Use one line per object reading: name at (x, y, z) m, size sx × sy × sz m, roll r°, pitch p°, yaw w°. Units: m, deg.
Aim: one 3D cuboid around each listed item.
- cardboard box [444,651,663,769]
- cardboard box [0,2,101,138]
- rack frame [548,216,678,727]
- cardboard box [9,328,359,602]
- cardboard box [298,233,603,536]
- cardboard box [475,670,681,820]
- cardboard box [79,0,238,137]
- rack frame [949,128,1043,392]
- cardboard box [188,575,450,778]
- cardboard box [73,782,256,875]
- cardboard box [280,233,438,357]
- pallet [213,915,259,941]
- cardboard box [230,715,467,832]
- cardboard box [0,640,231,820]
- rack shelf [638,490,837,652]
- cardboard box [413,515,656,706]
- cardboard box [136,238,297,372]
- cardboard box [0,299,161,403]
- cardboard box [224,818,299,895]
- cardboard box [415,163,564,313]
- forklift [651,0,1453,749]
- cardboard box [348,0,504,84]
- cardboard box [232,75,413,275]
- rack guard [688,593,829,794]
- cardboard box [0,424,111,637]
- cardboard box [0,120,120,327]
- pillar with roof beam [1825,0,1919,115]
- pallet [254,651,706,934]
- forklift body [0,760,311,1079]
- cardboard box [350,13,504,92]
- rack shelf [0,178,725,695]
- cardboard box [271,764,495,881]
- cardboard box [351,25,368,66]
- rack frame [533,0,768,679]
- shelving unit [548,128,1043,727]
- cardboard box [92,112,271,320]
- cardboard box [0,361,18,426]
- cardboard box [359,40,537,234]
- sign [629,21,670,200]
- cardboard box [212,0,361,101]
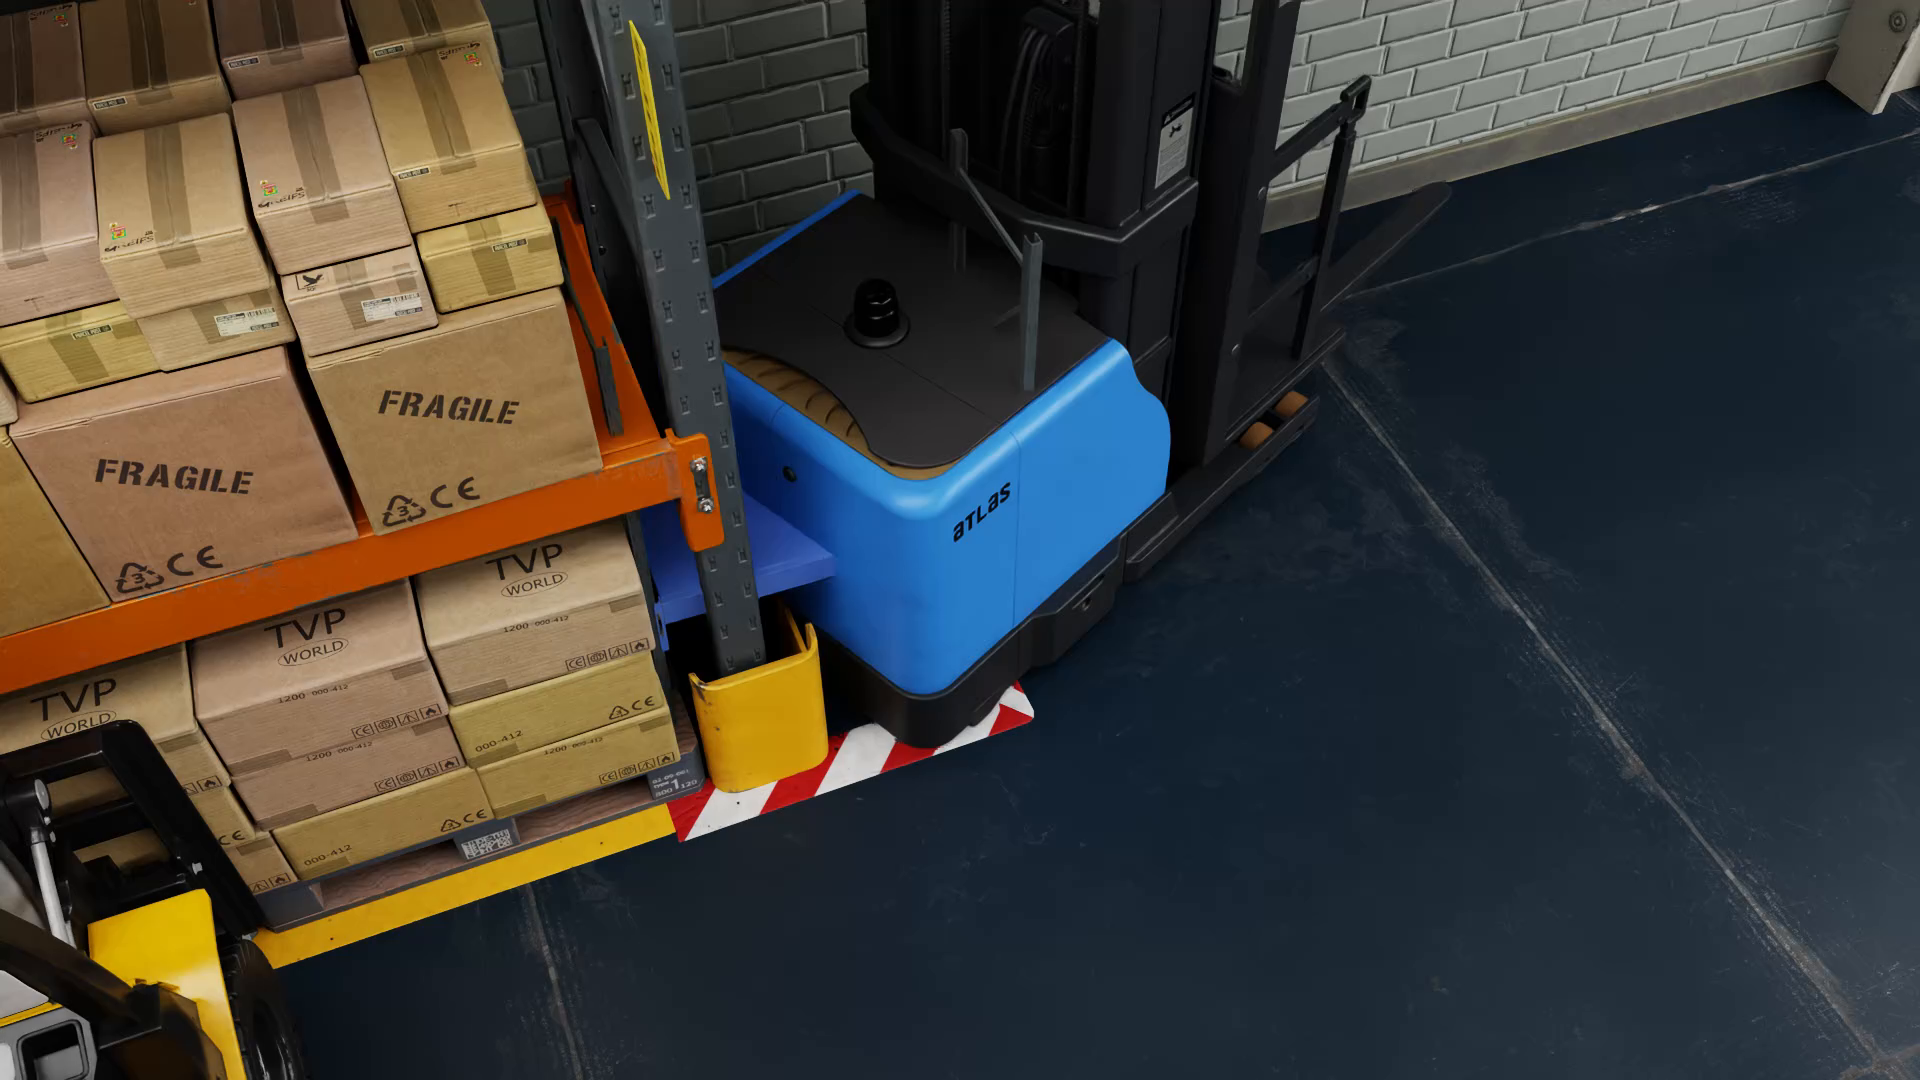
cardboard box at (-1.088, 0.248, 4.266) m, size 0.500 × 0.250 × 0.500 m, roll -18°, pitch 52°, yaw -15°
cardboard box at (-1.876, -0.904, 3.360) m, size 0.250 × 0.149 × 0.380 m, roll -17°, pitch 51°, yaw -14°
rack frame at (-0.869, -0.069, 4.252) m, size 0.032 × 1.500 × 0.500 m, roll -16°, pitch 50°, yaw -15°
cardboard box at (-1.596, -0.272, 3.440) m, size 0.500 × 0.500 × 0.500 m, roll -16°, pitch 51°, yaw -13°
cardboard box at (-1.112, -0.414, 3.563) m, size 0.500 × 0.500 × 0.500 m, roll -18°, pitch 52°, yaw -15°
cardboard box at (-1.071, 0.408, 4.458) m, size 0.500 × 0.250 × 0.500 m, roll -17°, pitch 51°, yaw -14°
cardboard box at (-1.642, -0.965, 3.412) m, size 0.250 × 0.149 × 0.380 m, roll -16°, pitch 51°, yaw -14°
rack frame at (0.073, -0.341, 4.521) m, size 0.032 × 1.500 × 0.500 m, roll -16°, pitch 50°, yaw -15°
cardboard box at (-1.535, 0.228, 3.954) m, size 0.500 × 0.250 × 0.500 m, roll -16°, pitch 51°, yaw -14°
cardboard box at (-2.027, 0.547, 4.009) m, size 0.500 × 0.250 × 0.500 m, roll -18°, pitch 52°, yaw -15°
cardboard box at (-1.196, -0.561, 3.261) m, size 0.250 × 0.149 × 0.380 m, roll -16°, pitch 51°, yaw -14°
pallet at (-2.576, 0.797, 4.426) m, size 1.213 × 0.211 × 1.003 m, roll -17°, pitch 52°, yaw -14°
cardboard box at (-1.557, 0.384, 4.149) m, size 0.500 × 0.250 × 0.500 m, roll -18°, pitch 52°, yaw -15°
cardboard box at (-1.998, 0.379, 3.823) m, size 0.500 × 0.250 × 0.500 m, roll -17°, pitch 51°, yaw -14°
rack shelf at (-0.401, -0.083, 4.519) m, size 1.000 × 0.185 × 0.538 m, roll -16°, pitch 50°, yaw -15°
cardboard box at (-1.064, 0.077, 4.083) m, size 0.500 × 0.250 × 0.500 m, roll -16°, pitch 51°, yaw -13°
cardboard box at (-1.460, -0.529, 3.234) m, size 0.250 × 0.149 × 0.380 m, roll -16°, pitch 51°, yaw -14°
cardboard box at (-1.693, -0.466, 3.180) m, size 0.250 × 0.149 × 0.380 m, roll -18°, pitch 52°, yaw -15°
cardboard box at (-2.002, 0.682, 4.223) m, size 0.500 × 0.250 × 0.500 m, roll -17°, pitch 51°, yaw -14°
cardboard box at (-0.971, -0.655, 3.342) m, size 0.250 × 0.149 × 0.380 m, roll -17°, pitch 51°, yaw -14°
forklift at (0.535, -1.409, 4.528) m, size 1.130 × 2.935 × 3.031 m, roll 34°, pitch 57°, yaw 26°
cardboard box at (-1.148, -1.102, 3.529) m, size 0.250 × 0.149 × 0.380 m, roll -18°, pitch 52°, yaw -15°
cardboard box at (-1.224, -0.705, 3.188) m, size 0.250 × 0.149 × 0.380 m, roll -17°, pitch 51°, yaw -14°
rack guard at (-0.734, 0.100, 4.834) m, size 0.348 × 0.500 × 1.175 m, roll -17°, pitch 52°, yaw -14°
cardboard box at (-2.070, -0.125, 3.314) m, size 0.500 × 0.500 × 0.500 m, roll -18°, pitch 52°, yaw -15°
cardboard box at (-1.715, -0.592, 3.091) m, size 0.250 × 0.149 × 0.380 m, roll -17°, pitch 51°, yaw -14°
pillar with roof beam at (5.441, -1.793, 0.858) m, size 0.400 × 9.000 × 9.100 m, roll -17°, pitch 52°, yaw -14°
pallet at (-1.448, 0.450, 4.724) m, size 1.213 × 0.211 × 1.003 m, roll -17°, pitch 52°, yaw -14°
forklift body at (-1.822, 1.394, 2.635) m, size 1.214 × 2.155 × 2.313 m, roll -17°, pitch 52°, yaw -14°
cardboard box at (-1.168, -1.036, 3.669) m, size 0.250 × 0.149 × 0.380 m, roll -18°, pitch 52°, yaw -15°
rack shelf at (-2.607, 0.101, 3.660) m, size 4.000 × 0.370 × 1.077 m, roll -17°, pitch 52°, yaw -14°
cardboard box at (-1.535, 0.544, 4.341) m, size 0.500 × 0.250 × 0.500 m, roll -17°, pitch 52°, yaw -14°
cardboard box at (-1.372, -0.921, 3.570) m, size 0.250 × 0.149 × 0.380 m, roll -17°, pitch 52°, yaw -14°
rack frame at (-0.756, -0.707, 3.880) m, size 0.127 × 3.000 × 1.000 m, roll -17°, pitch 52°, yaw -14°
shelving unit at (-0.398, -0.205, 4.387) m, size 1.048 × 1.500 × 0.538 m, roll -16°, pitch 50°, yaw -15°
cardboard box at (-1.456, -0.611, 3.108) m, size 0.250 × 0.149 × 0.380 m, roll -16°, pitch 51°, yaw -13°
cardboard box at (-1.923, -0.356, 3.085) m, size 0.250 × 0.149 × 0.380 m, roll -19°, pitch 52°, yaw -15°
cardboard box at (-1.008, -0.797, 3.268) m, size 0.250 × 0.149 × 0.380 m, roll -17°, pitch 51°, yaw -14°
sign at (-0.564, -0.777, 3.020) m, size 0.005 × 0.325 × 0.100 m, roll -17°, pitch 52°, yaw -14°
cardboard box at (-1.417, -1.069, 3.502) m, size 0.250 × 0.149 × 0.380 m, roll -16°, pitch 51°, yaw -13°
